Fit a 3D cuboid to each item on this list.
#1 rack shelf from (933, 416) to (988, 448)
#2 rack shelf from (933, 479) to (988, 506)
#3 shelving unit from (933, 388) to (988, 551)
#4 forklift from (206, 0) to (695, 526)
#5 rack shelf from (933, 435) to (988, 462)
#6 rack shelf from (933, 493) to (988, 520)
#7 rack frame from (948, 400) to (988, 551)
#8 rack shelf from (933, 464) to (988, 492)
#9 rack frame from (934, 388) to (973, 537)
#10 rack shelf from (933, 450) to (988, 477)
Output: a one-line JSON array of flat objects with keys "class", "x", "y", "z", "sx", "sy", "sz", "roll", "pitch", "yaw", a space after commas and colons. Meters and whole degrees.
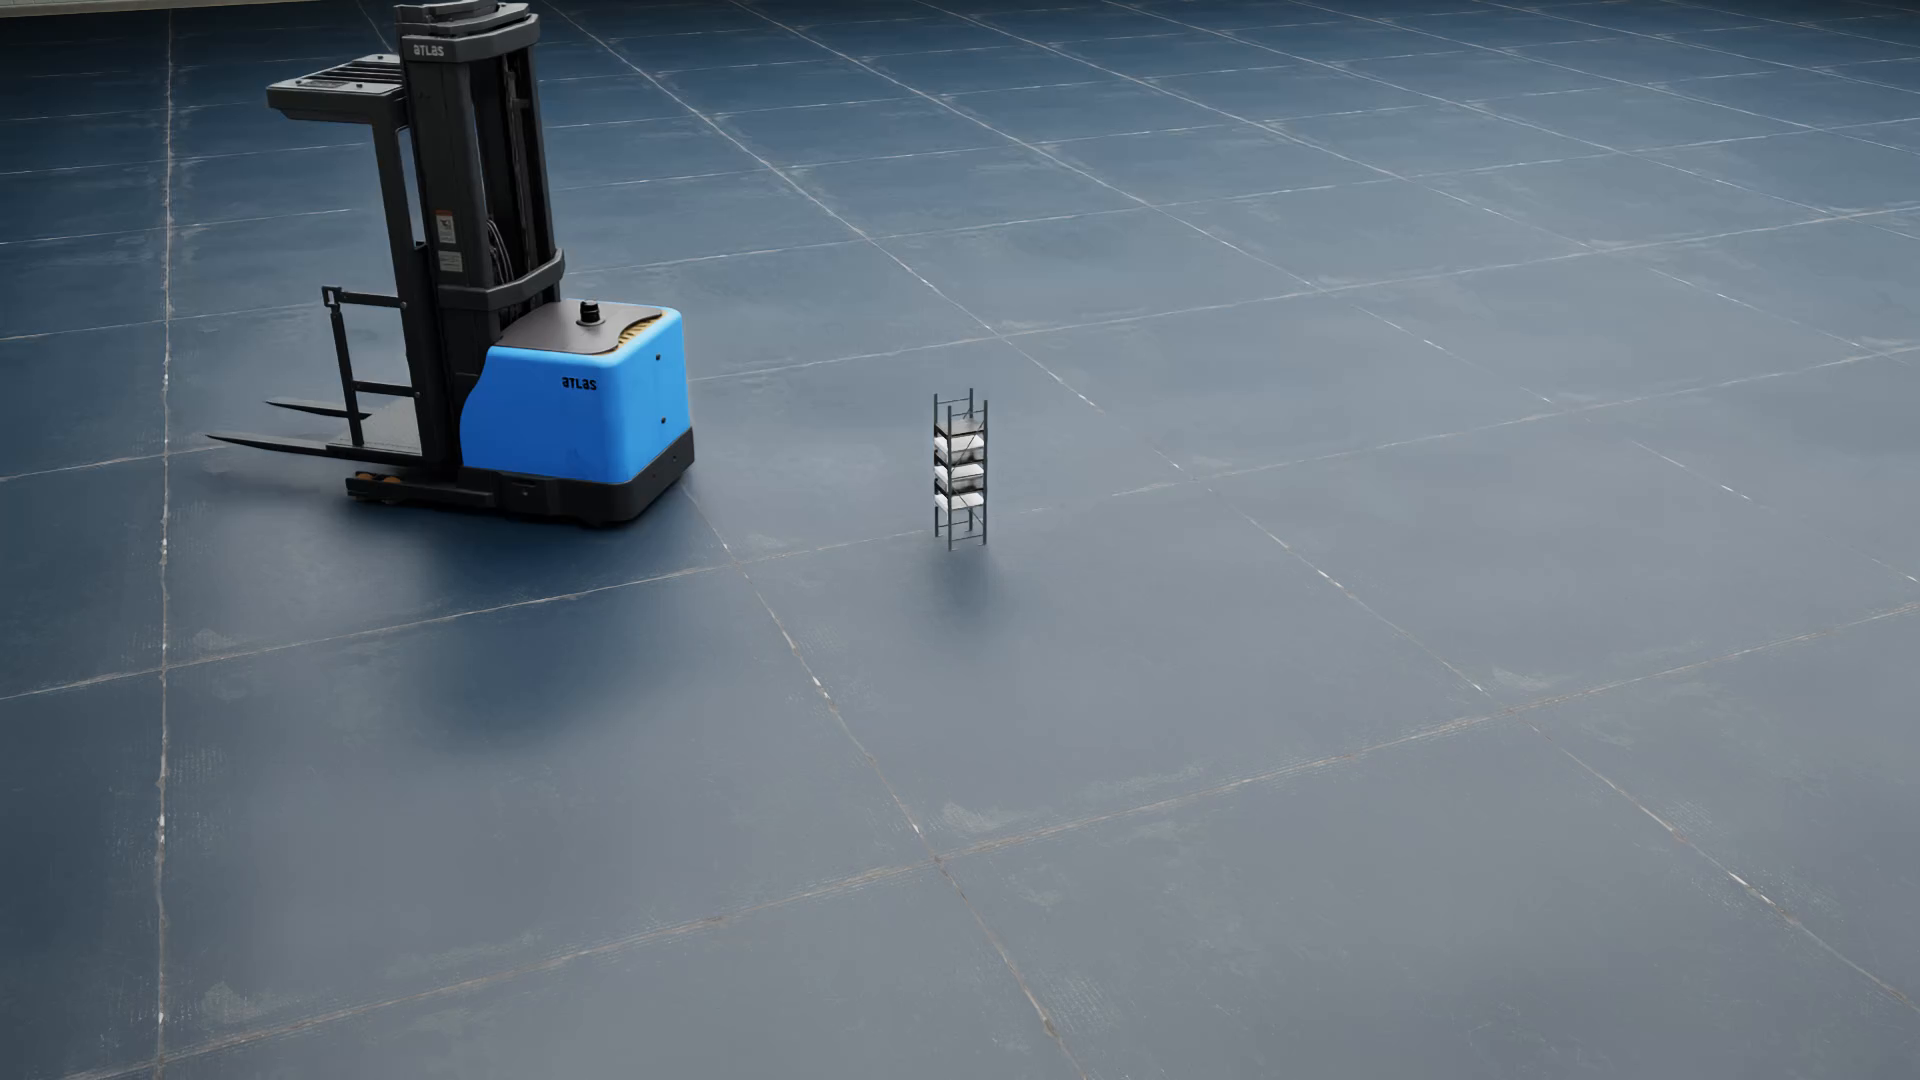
[{"class": "rack shelf", "x": 0.003, "y": -0.614, "z": 9.442, "sx": 0.258, "sy": 0.077, "sz": 0.200, "roll": -11, "pitch": 28, "yaw": -21}, {"class": "rack shelf", "x": 0.003, "y": -0.290, "z": 9.600, "sx": 0.258, "sy": 0.077, "sz": 0.200, "roll": -11, "pitch": 28, "yaw": -21}, {"class": "shelving unit", "x": 0.003, "y": -0.401, "z": 9.546, "sx": 0.258, "sy": 0.900, "sz": 0.210, "roll": -11, "pitch": 28, "yaw": -21}, {"class": "forklift", "x": -3.269, "y": -1.749, "z": 9.991, "sx": 3.031, "sy": 2.935, "sz": 1.130, "roll": 7, "pitch": 27, "yaw": 14}, {"class": "rack shelf", "x": 0.003, "y": -0.533, "z": 9.481, "sx": 0.258, "sy": 0.077, "sz": 0.200, "roll": -11, "pitch": 28, "yaw": -21}, {"class": "rack shelf", "x": 0.003, "y": -0.209, "z": 9.639, "sx": 0.258, "sy": 0.077, "sz": 0.200, "roll": -11, "pitch": 28, "yaw": -21}, {"class": "rack frame", "x": 0.043, "y": -0.360, "z": 9.462, "sx": 0.240, "sy": 0.900, "sz": 0.006, "roll": -11, "pitch": 28, "yaw": -21}, {"class": "rack shelf", "x": 0.003, "y": -0.371, "z": 9.560, "sx": 0.258, "sy": 0.077, "sz": 0.200, "roll": -11, "pitch": 28, "yaw": -21}, {"class": "rack frame", "x": -0.037, "y": -0.442, "z": 9.630, "sx": 0.240, "sy": 0.900, "sz": 0.006, "roll": -11, "pitch": 28, "yaw": -21}, {"class": "rack shelf", "x": 0.003, "y": -0.452, "z": 9.521, "sx": 0.258, "sy": 0.077, "sz": 0.200, "roll": -11, "pitch": 28, "yaw": -21}]
